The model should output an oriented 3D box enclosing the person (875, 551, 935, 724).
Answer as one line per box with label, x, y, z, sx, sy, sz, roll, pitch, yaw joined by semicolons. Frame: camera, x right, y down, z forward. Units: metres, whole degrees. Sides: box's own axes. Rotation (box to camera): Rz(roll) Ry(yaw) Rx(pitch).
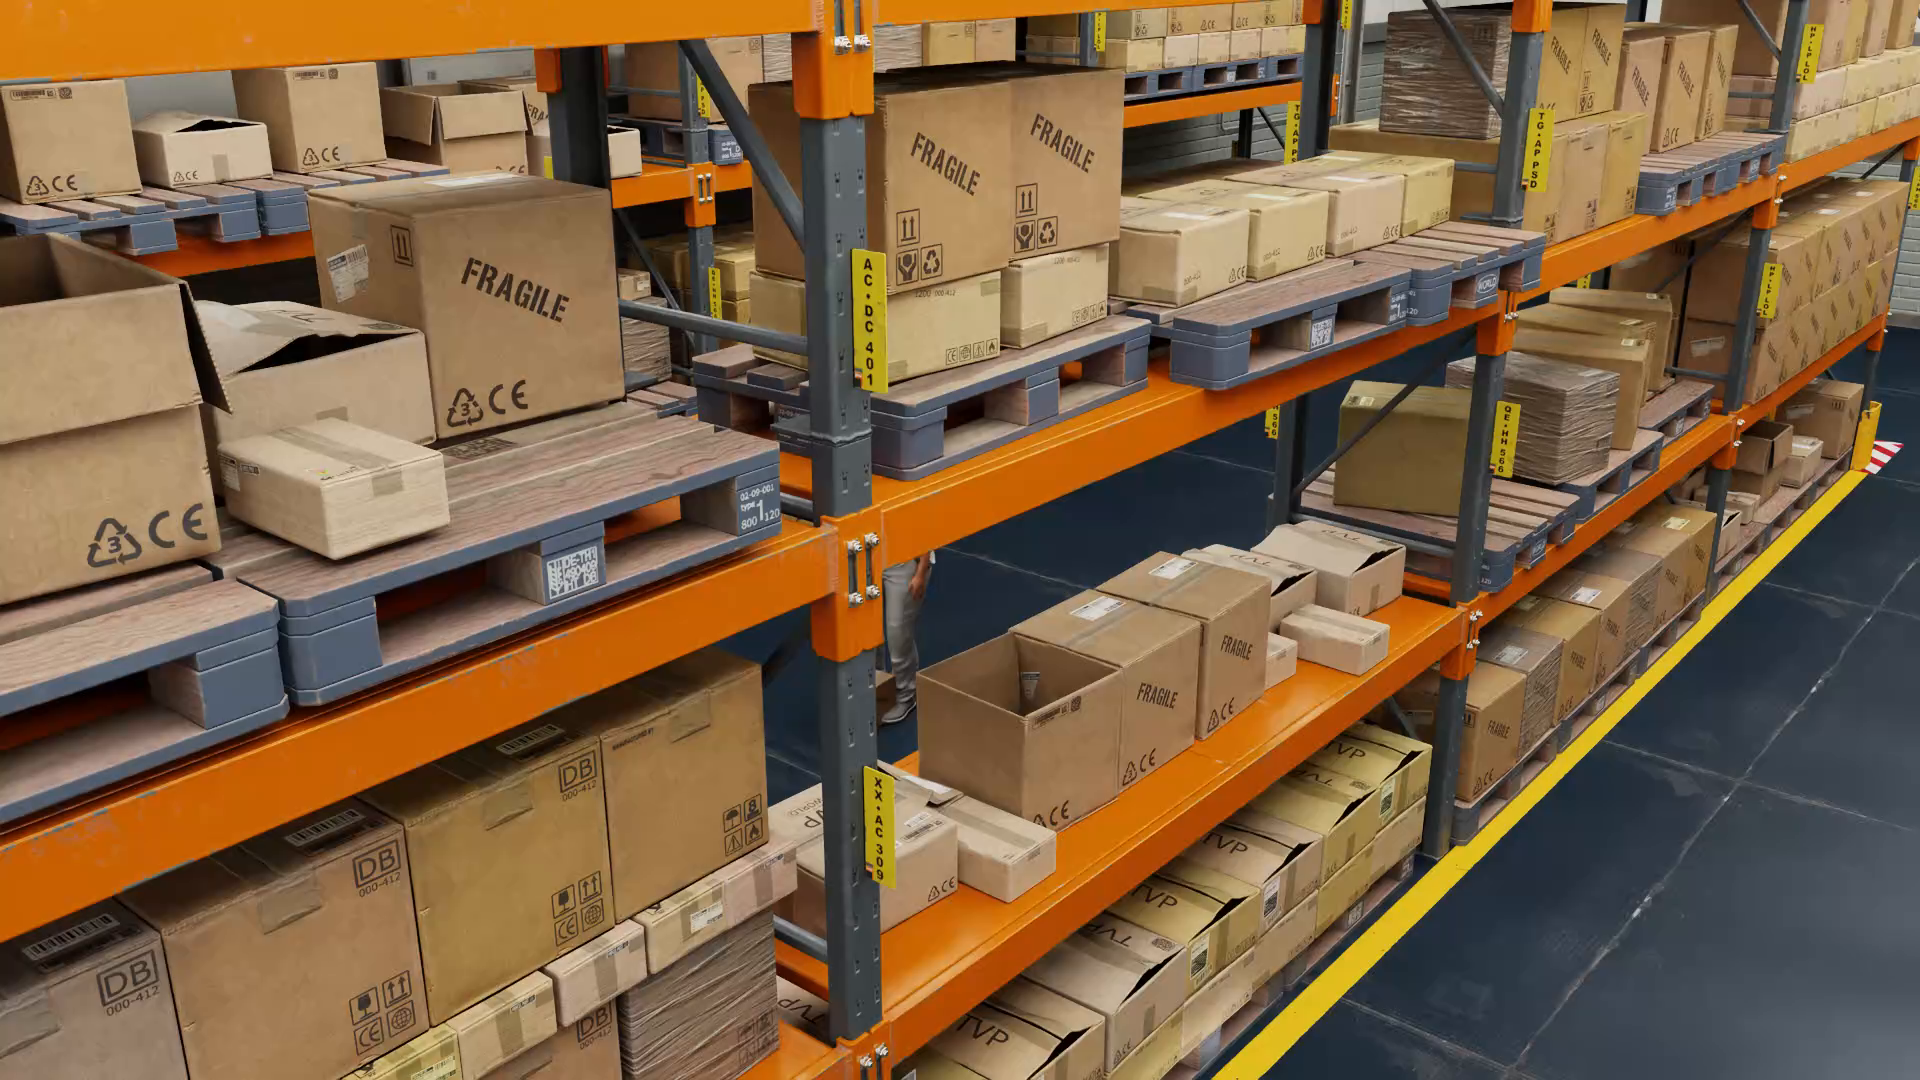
person;-0.399;0.156;9.147;0.541;1.665;0.465;15;25;34
